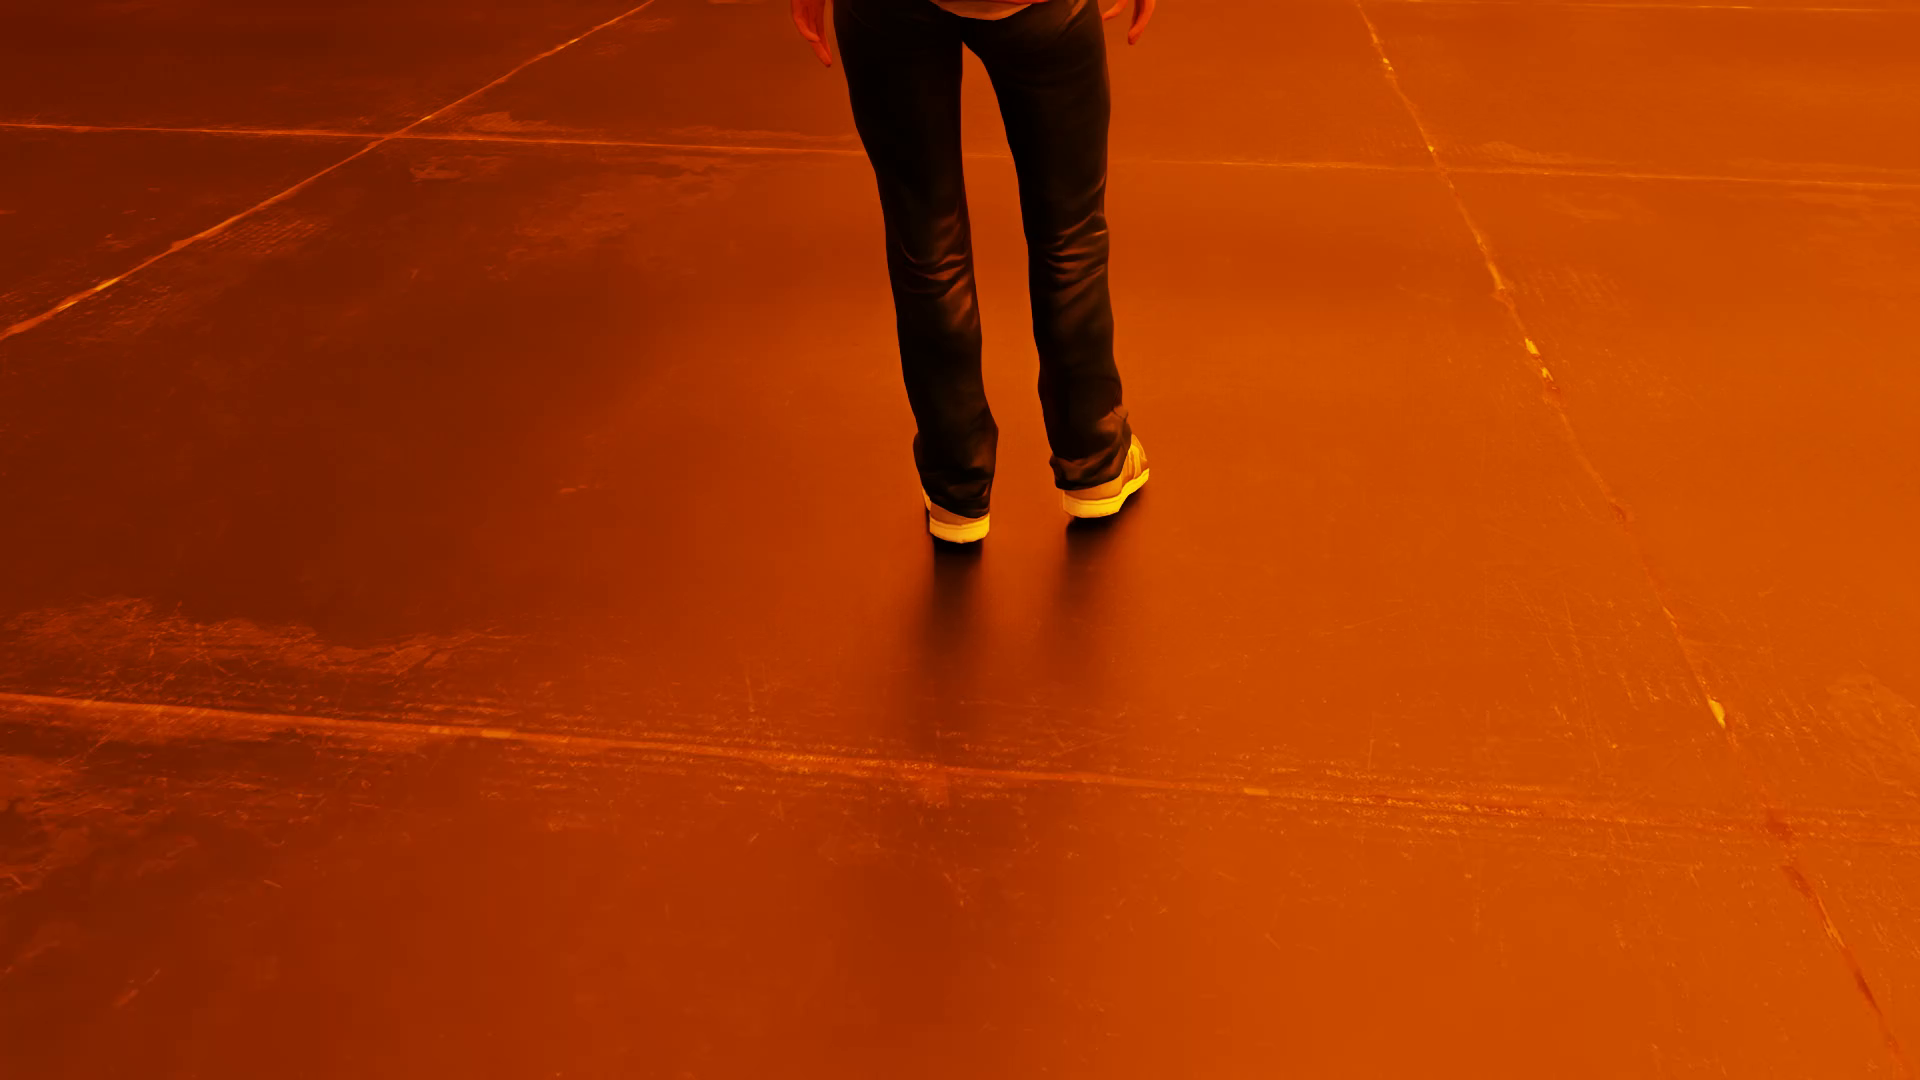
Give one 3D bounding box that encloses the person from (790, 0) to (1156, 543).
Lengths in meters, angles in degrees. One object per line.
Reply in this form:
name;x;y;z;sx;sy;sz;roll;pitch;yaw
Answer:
person;0.023;-0.753;2.204;0.520;1.596;0.475;3;27;7
